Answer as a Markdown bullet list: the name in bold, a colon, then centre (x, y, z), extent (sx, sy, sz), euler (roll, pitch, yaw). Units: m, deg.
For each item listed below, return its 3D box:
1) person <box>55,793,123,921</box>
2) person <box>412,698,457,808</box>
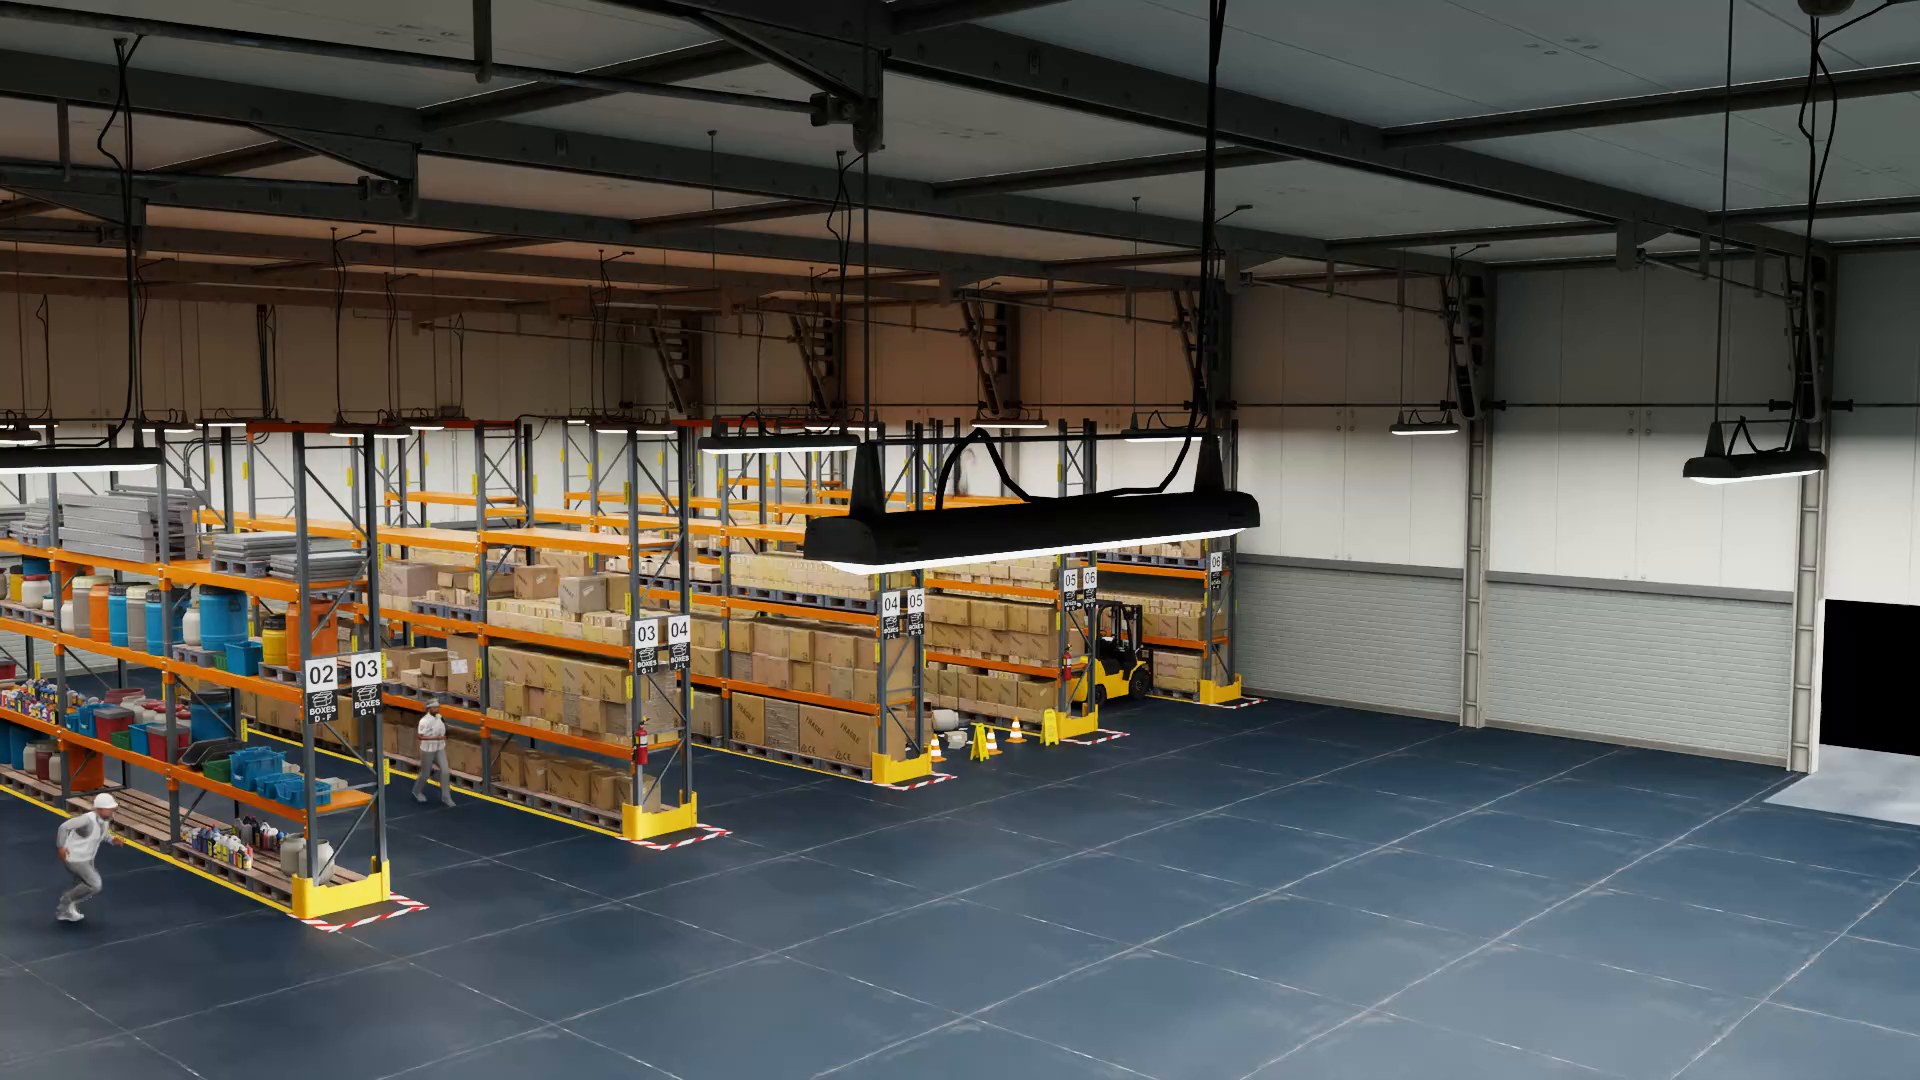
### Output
- **person**: centre (-10.642, 3.878, 20.233), extent (0.868, 1.599, 0.684), euler (0, 5, 4)
- **person**: centre (-8.327, 3.335, 26.188), extent (0.851, 1.736, 0.569), euler (3, 6, 34)
